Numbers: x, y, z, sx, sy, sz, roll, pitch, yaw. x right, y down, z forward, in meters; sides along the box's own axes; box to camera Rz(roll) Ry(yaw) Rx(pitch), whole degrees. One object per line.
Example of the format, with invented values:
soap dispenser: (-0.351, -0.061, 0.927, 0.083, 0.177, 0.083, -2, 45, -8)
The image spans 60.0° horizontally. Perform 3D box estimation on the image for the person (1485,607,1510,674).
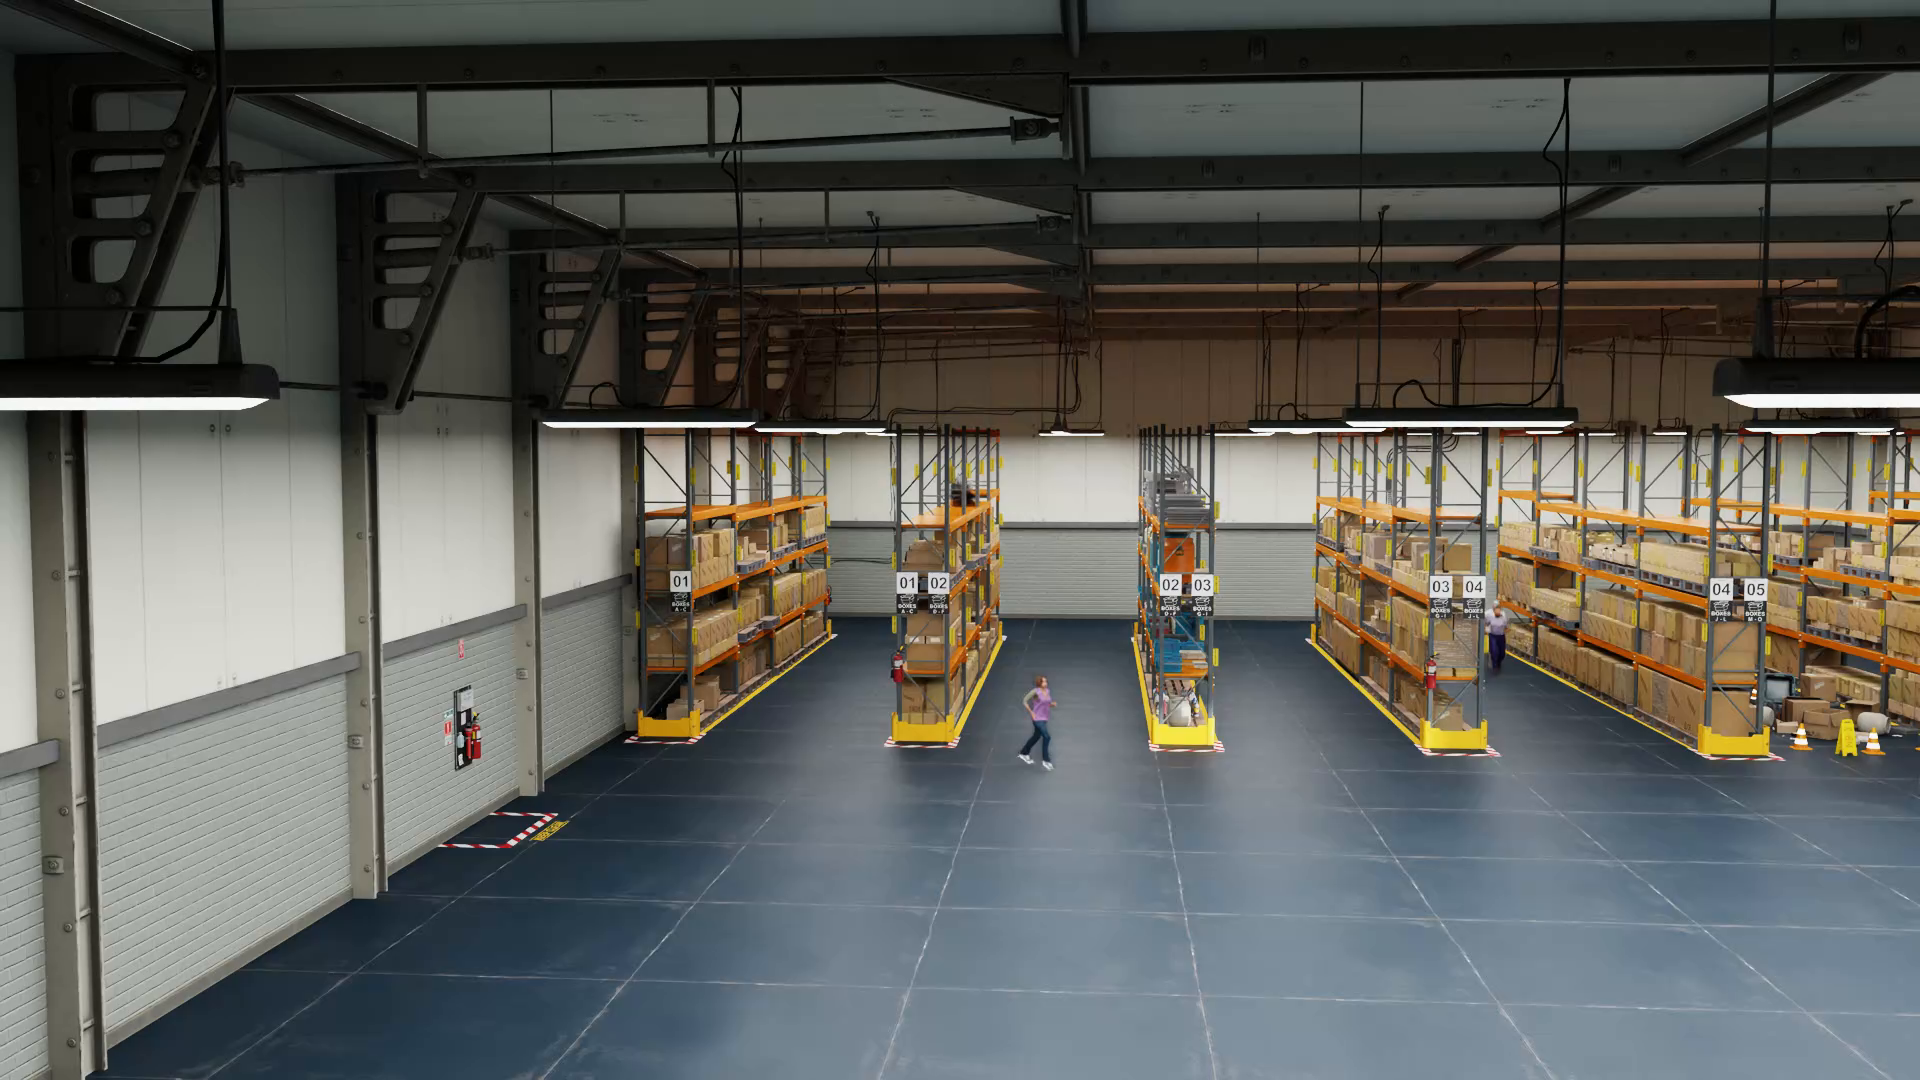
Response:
person: (13.118, 2.436, 40.628, 0.619, 1.617, 0.822, 1, 4, 8)

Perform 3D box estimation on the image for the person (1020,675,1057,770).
person: (1.371, 3.164, 28.969, 0.733, 1.644, 0.513, 2, 4, 33)

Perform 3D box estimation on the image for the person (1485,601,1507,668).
person: (13.441, 2.369, 41.788, 0.582, 1.708, 0.761, 0, 3, 0)
